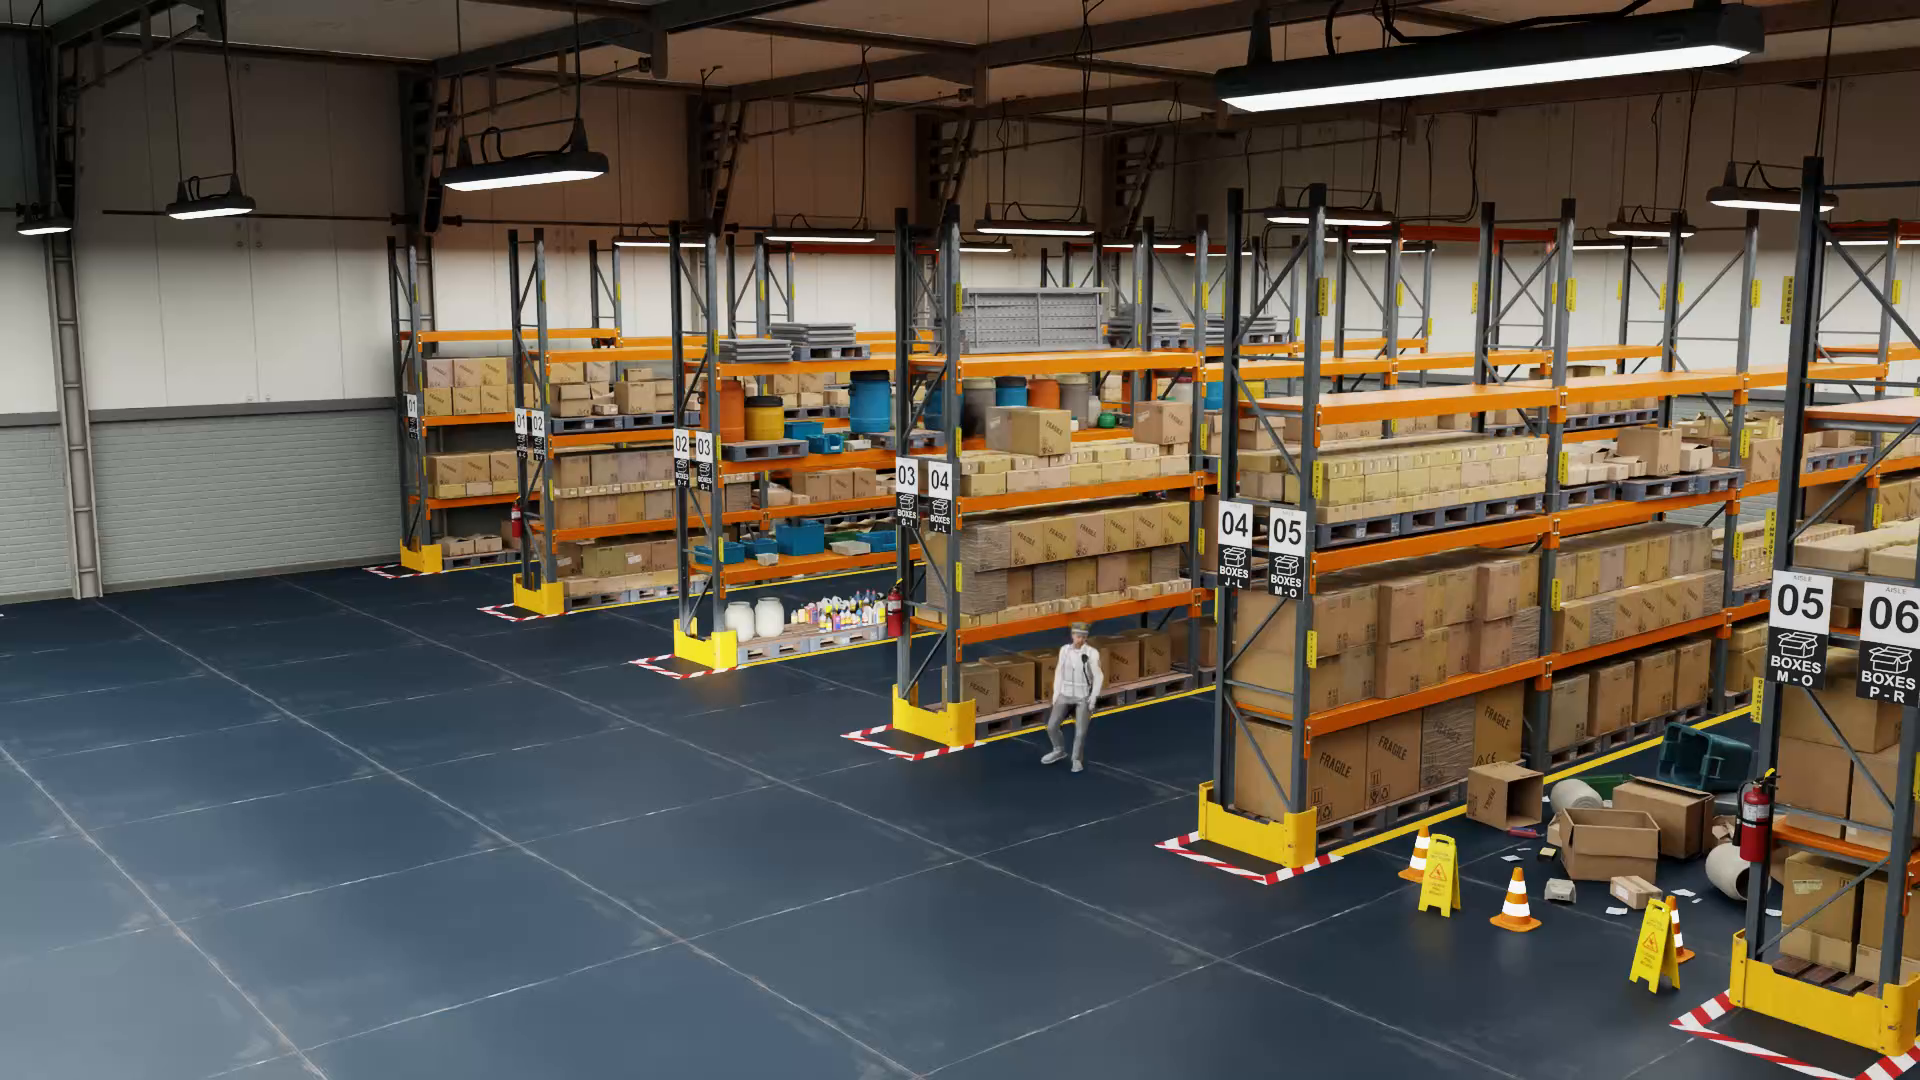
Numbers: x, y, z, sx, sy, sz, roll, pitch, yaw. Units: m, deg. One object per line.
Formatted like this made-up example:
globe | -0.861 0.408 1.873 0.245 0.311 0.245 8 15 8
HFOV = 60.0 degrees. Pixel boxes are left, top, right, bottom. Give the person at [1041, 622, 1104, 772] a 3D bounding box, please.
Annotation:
person | 1.187 1.661 17.656 0.714 1.645 0.446 3 9 18

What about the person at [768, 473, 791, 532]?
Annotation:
person | -3.544 -0.489 31.471 0.680 1.654 0.856 6 11 34
